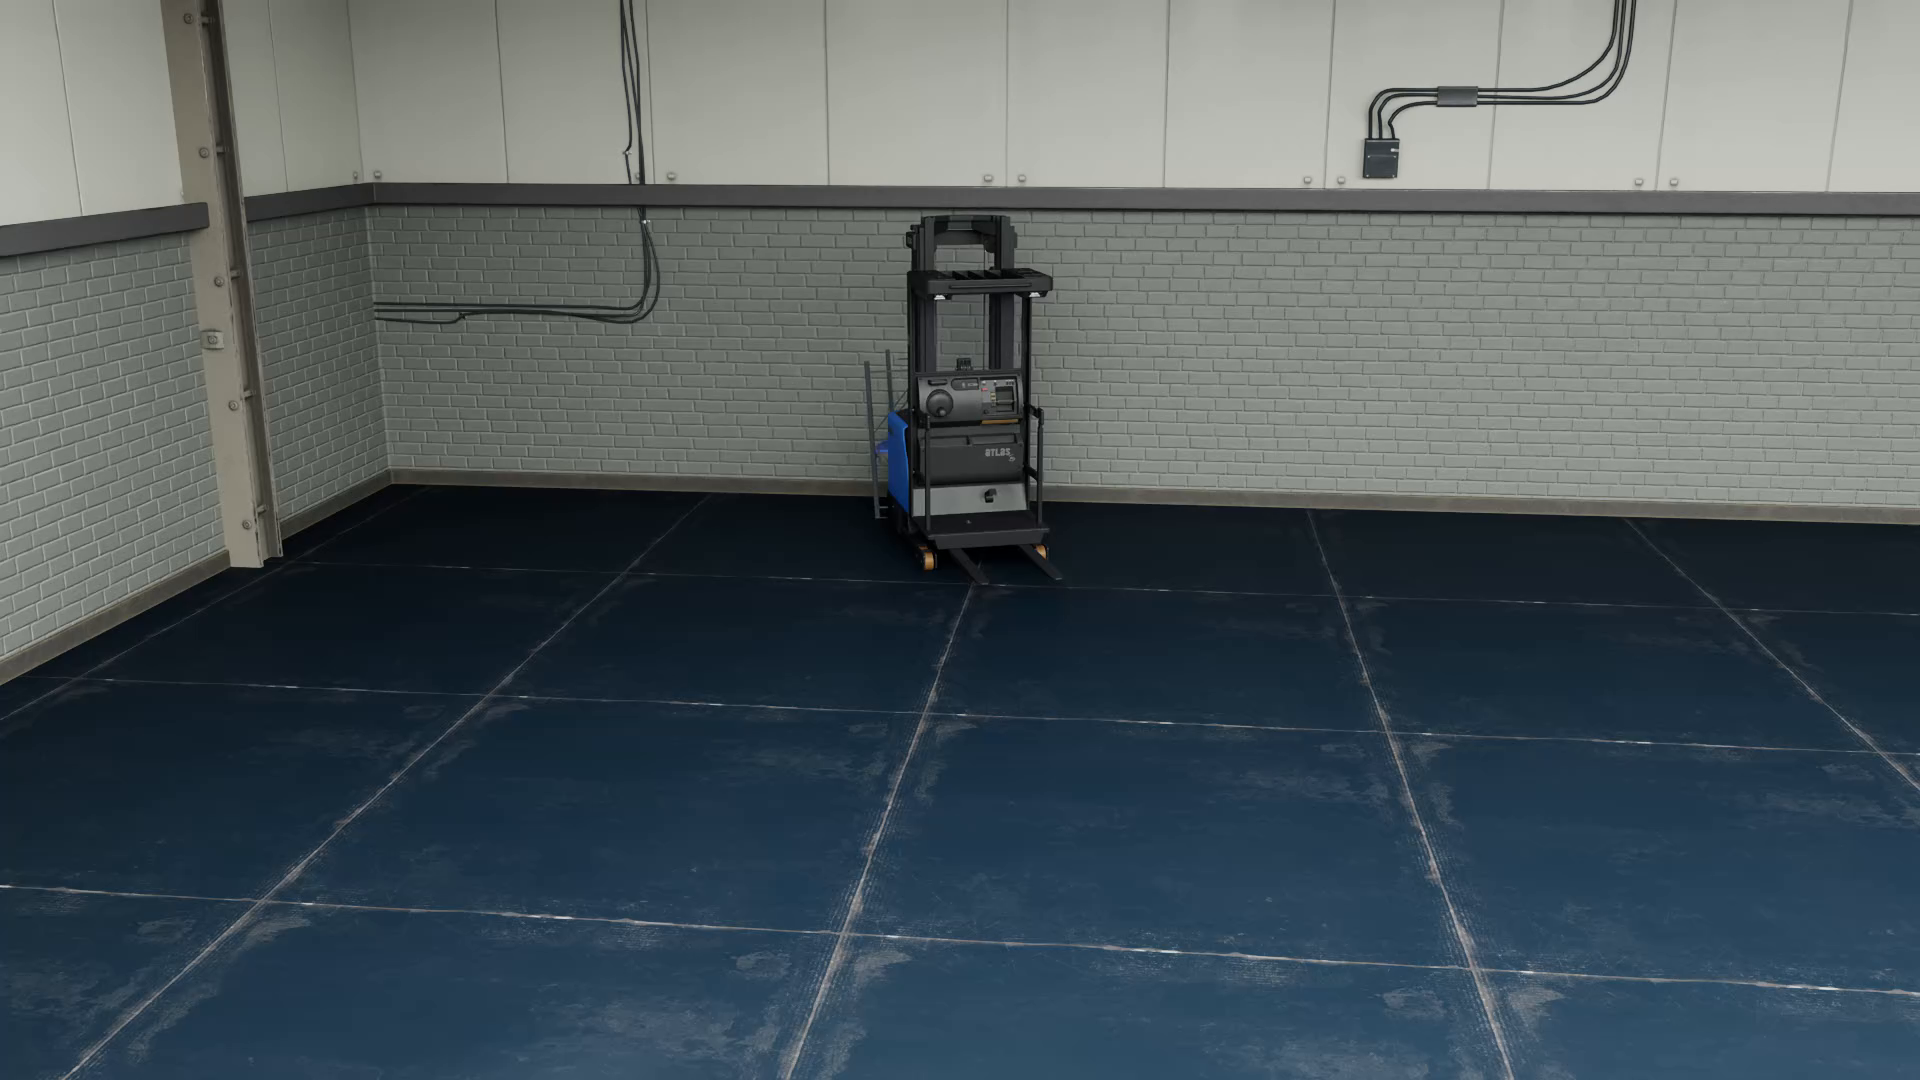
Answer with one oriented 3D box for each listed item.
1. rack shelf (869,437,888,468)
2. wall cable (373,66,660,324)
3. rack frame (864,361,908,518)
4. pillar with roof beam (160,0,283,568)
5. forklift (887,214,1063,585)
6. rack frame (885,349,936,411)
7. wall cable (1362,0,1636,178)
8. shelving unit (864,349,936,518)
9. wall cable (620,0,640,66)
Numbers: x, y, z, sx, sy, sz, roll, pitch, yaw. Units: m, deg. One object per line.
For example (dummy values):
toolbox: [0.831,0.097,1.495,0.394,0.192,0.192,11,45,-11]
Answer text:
rack shelf: [-0.514,-0.882,16.183,0.538,0.185,1.000,-1,12,9]
wall cable: [-4.527,-3.387,16.486,3.097,2.526,0.112,2,15,6]
rack frame: [-0.603,-0.946,15.655,0.500,1.500,0.032,-1,12,9]
pillar with roof beam: [-1.896,-4.034,12.930,9.100,9.000,0.400,2,15,6]
forklift: [0.144,-1.256,14.280,1.130,2.935,3.031,-4,16,-13]
rack frame: [-0.447,-1.169,16.634,0.500,1.500,0.032,-1,12,9]
wall cable: [4.904,-6.244,14.587,2.305,6.003,0.169,2,15,6]
shelving unit: [-0.525,-1.058,16.144,0.538,1.500,1.048,-1,12,9]
wall cable: [-1.839,-5.745,15.532,3.097,2.526,0.112,2,15,6]
